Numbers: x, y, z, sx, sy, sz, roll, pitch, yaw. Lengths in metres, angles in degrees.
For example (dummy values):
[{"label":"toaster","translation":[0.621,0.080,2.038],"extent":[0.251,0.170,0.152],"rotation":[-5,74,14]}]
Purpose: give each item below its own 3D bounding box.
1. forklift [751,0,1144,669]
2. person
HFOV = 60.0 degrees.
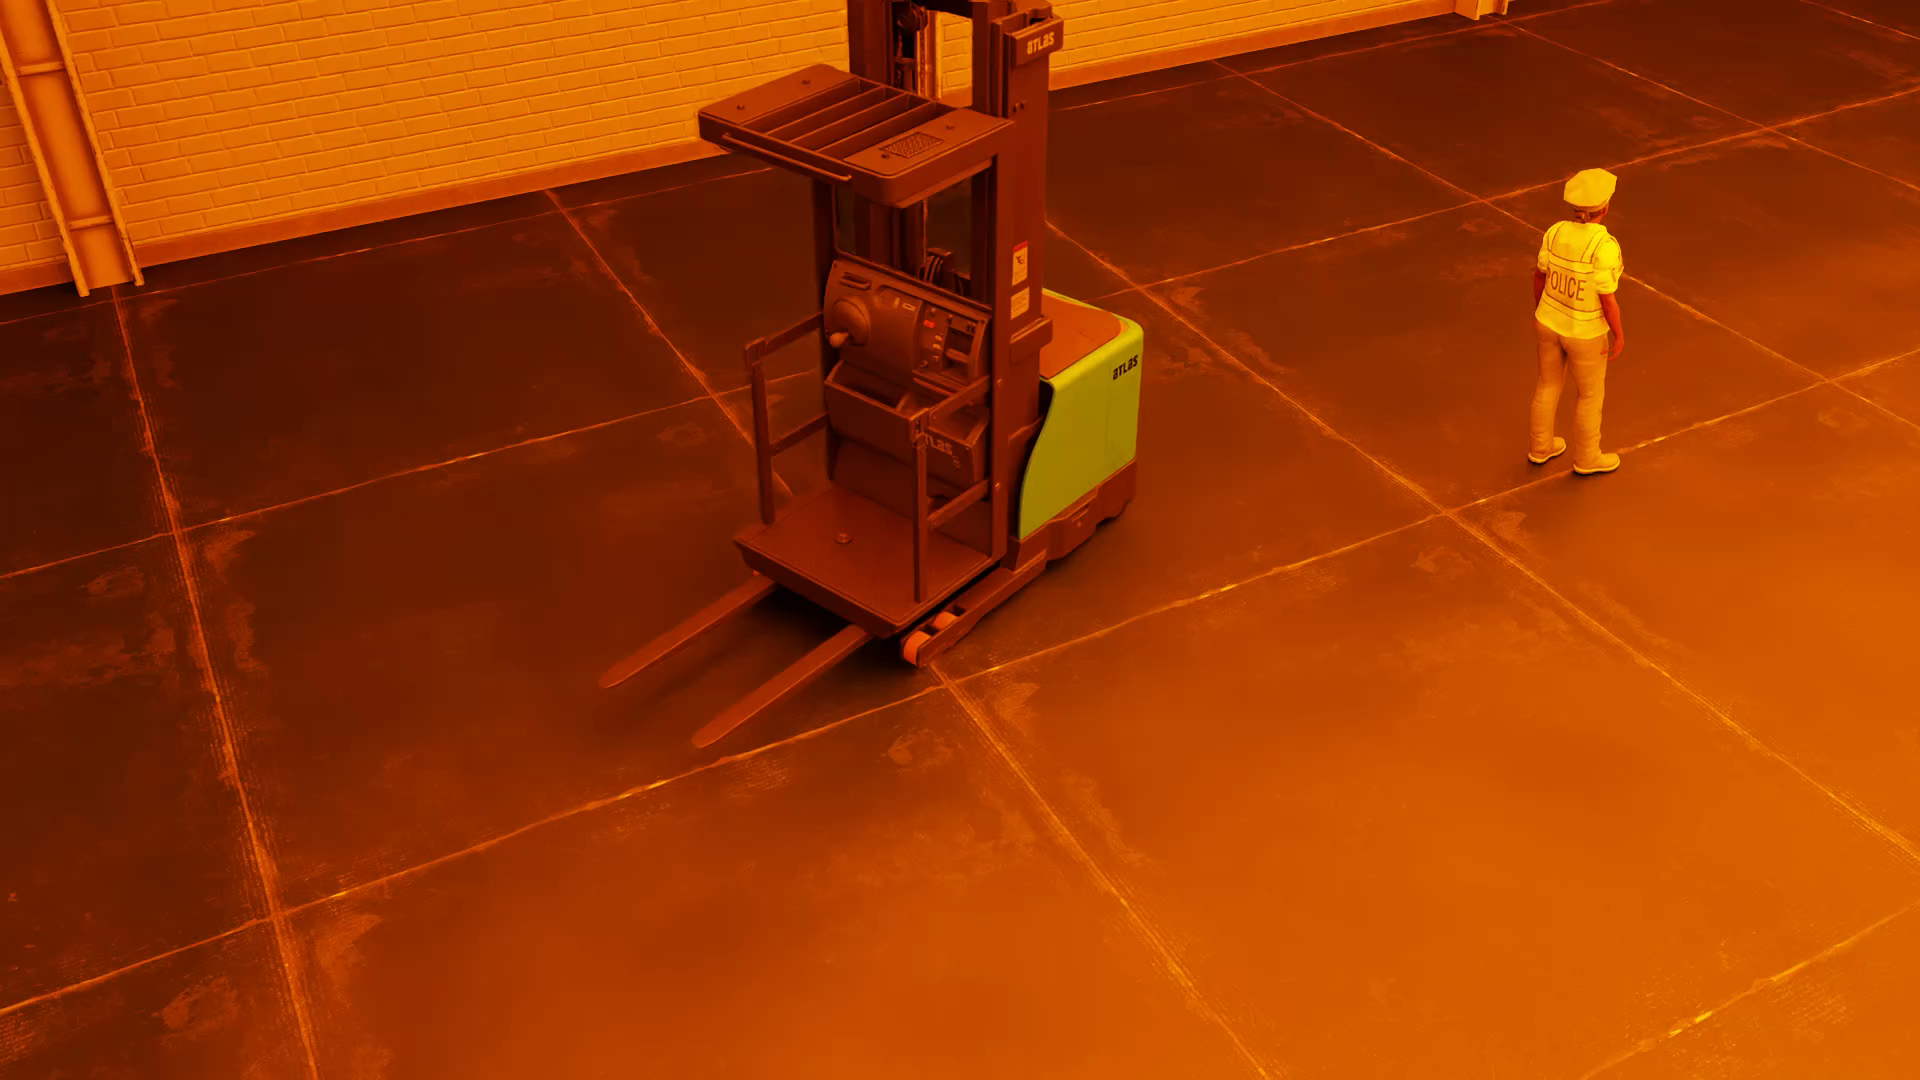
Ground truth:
[{"label":"forklift","translation":[-0.390,-0.927,7.434],"extent":[1.130,2.935,3.031],"rotation":[26,43,31]},{"label":"person","translation":[3.246,-1.160,8.766],"extent":[0.393,1.631,0.511],"rotation":[-22,41,-28]}]
